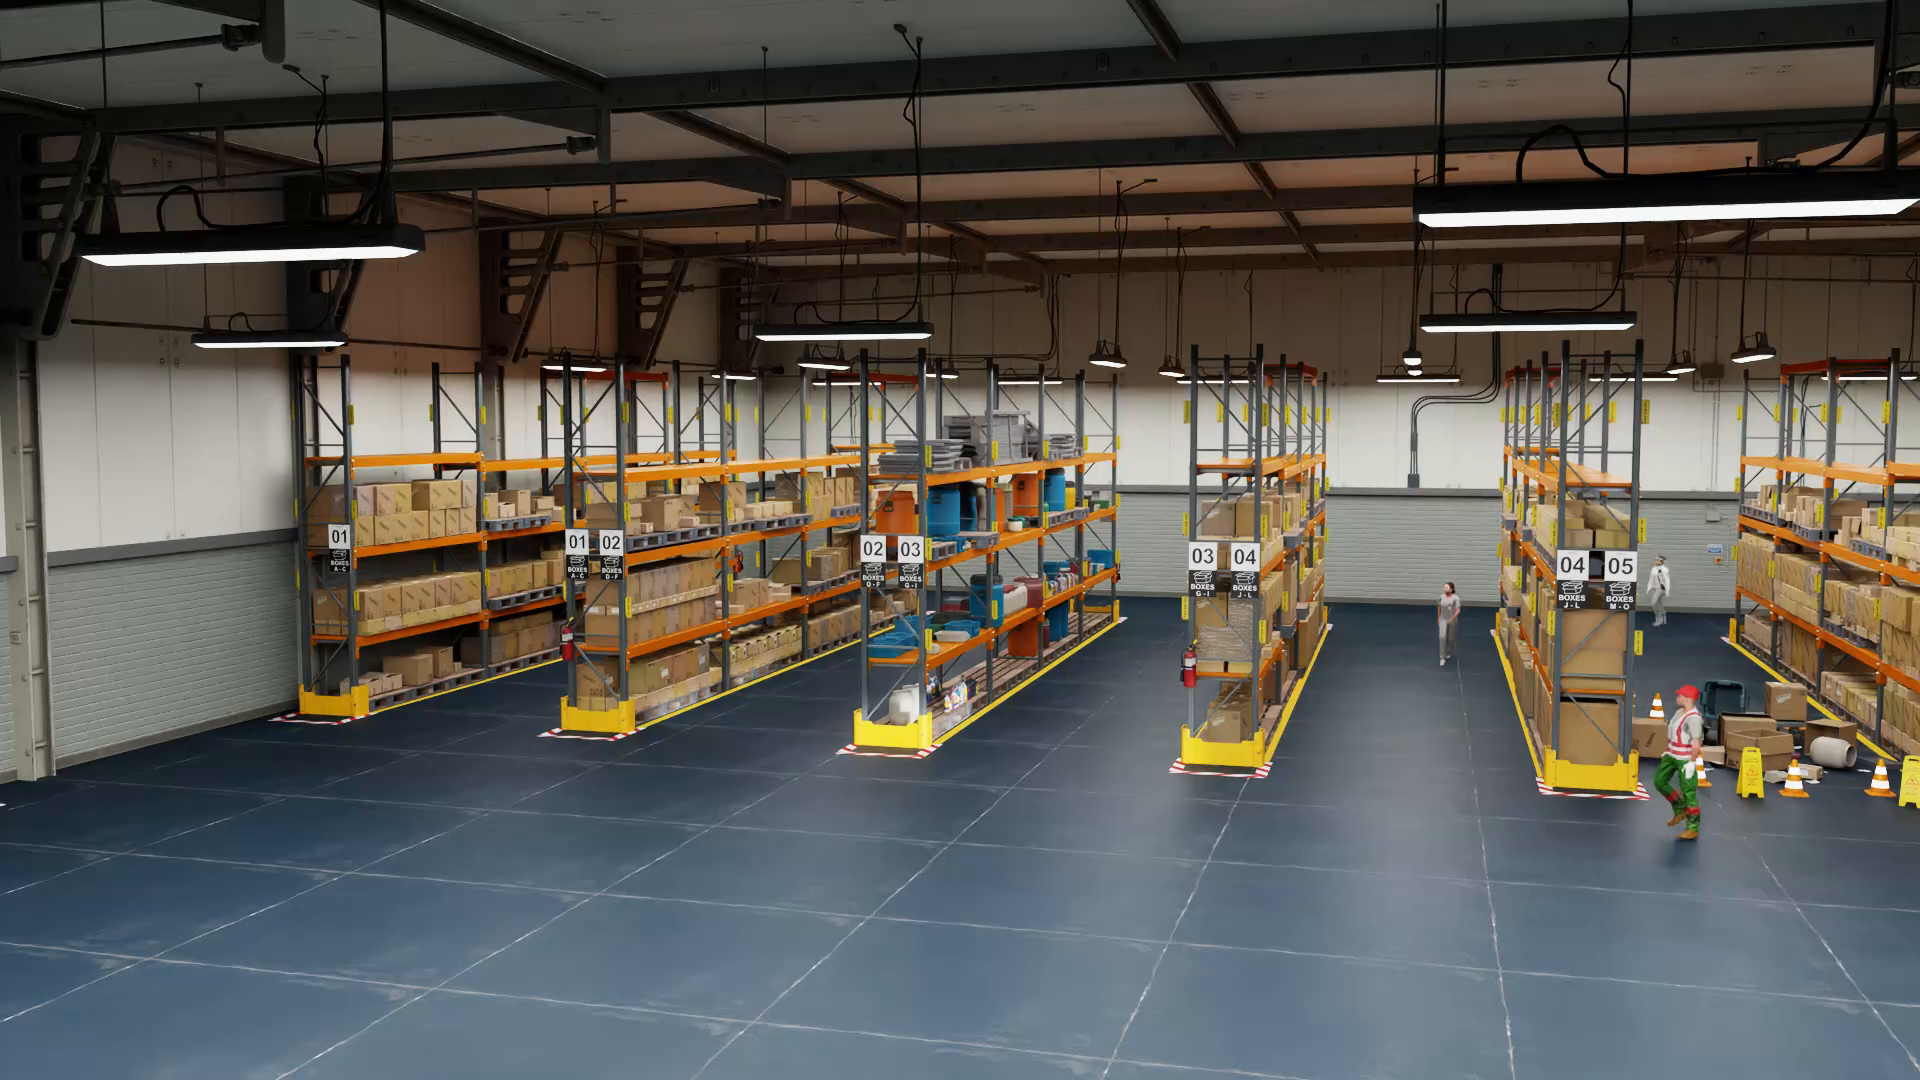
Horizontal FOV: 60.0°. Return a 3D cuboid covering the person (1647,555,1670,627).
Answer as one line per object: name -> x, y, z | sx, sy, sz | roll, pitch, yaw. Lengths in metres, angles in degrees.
person -> 16.578, 1.198, 39.499 | 0.514, 1.716, 0.481 | -1, 4, -7

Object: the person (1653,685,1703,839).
person -> 8.616, 2.608, 19.815 | 0.422, 1.789, 0.653 | -1, 4, -12

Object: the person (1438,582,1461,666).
person -> 9.898, 1.680, 33.673 | 0.443, 1.672, 0.932 | 1, 4, 17
